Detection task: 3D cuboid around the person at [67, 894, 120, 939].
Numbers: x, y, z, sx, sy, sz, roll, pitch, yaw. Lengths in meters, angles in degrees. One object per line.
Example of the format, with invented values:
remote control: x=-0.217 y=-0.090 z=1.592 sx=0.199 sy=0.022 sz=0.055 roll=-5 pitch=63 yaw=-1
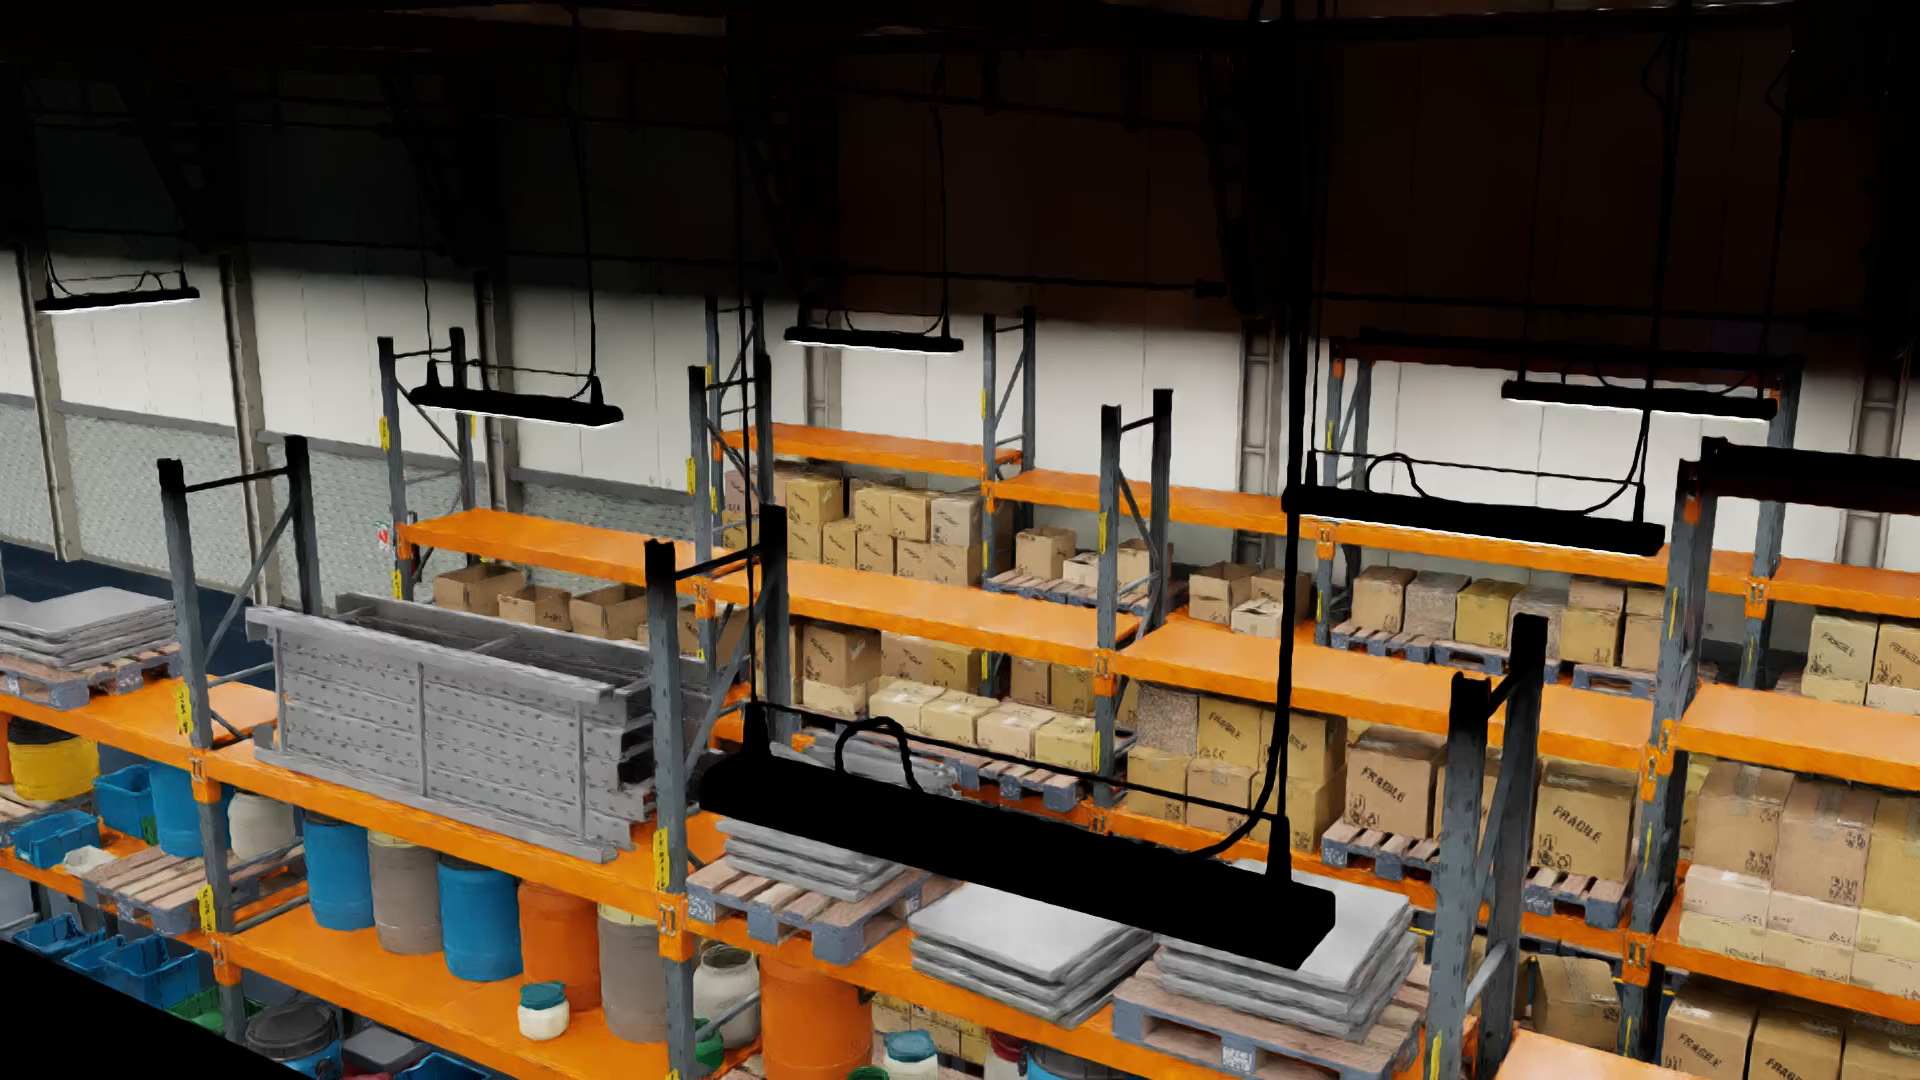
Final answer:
person: x=-8.513 y=3.361 z=16.331 sx=0.502 sy=1.593 sz=0.943 roll=-10 pitch=17 yaw=-35
